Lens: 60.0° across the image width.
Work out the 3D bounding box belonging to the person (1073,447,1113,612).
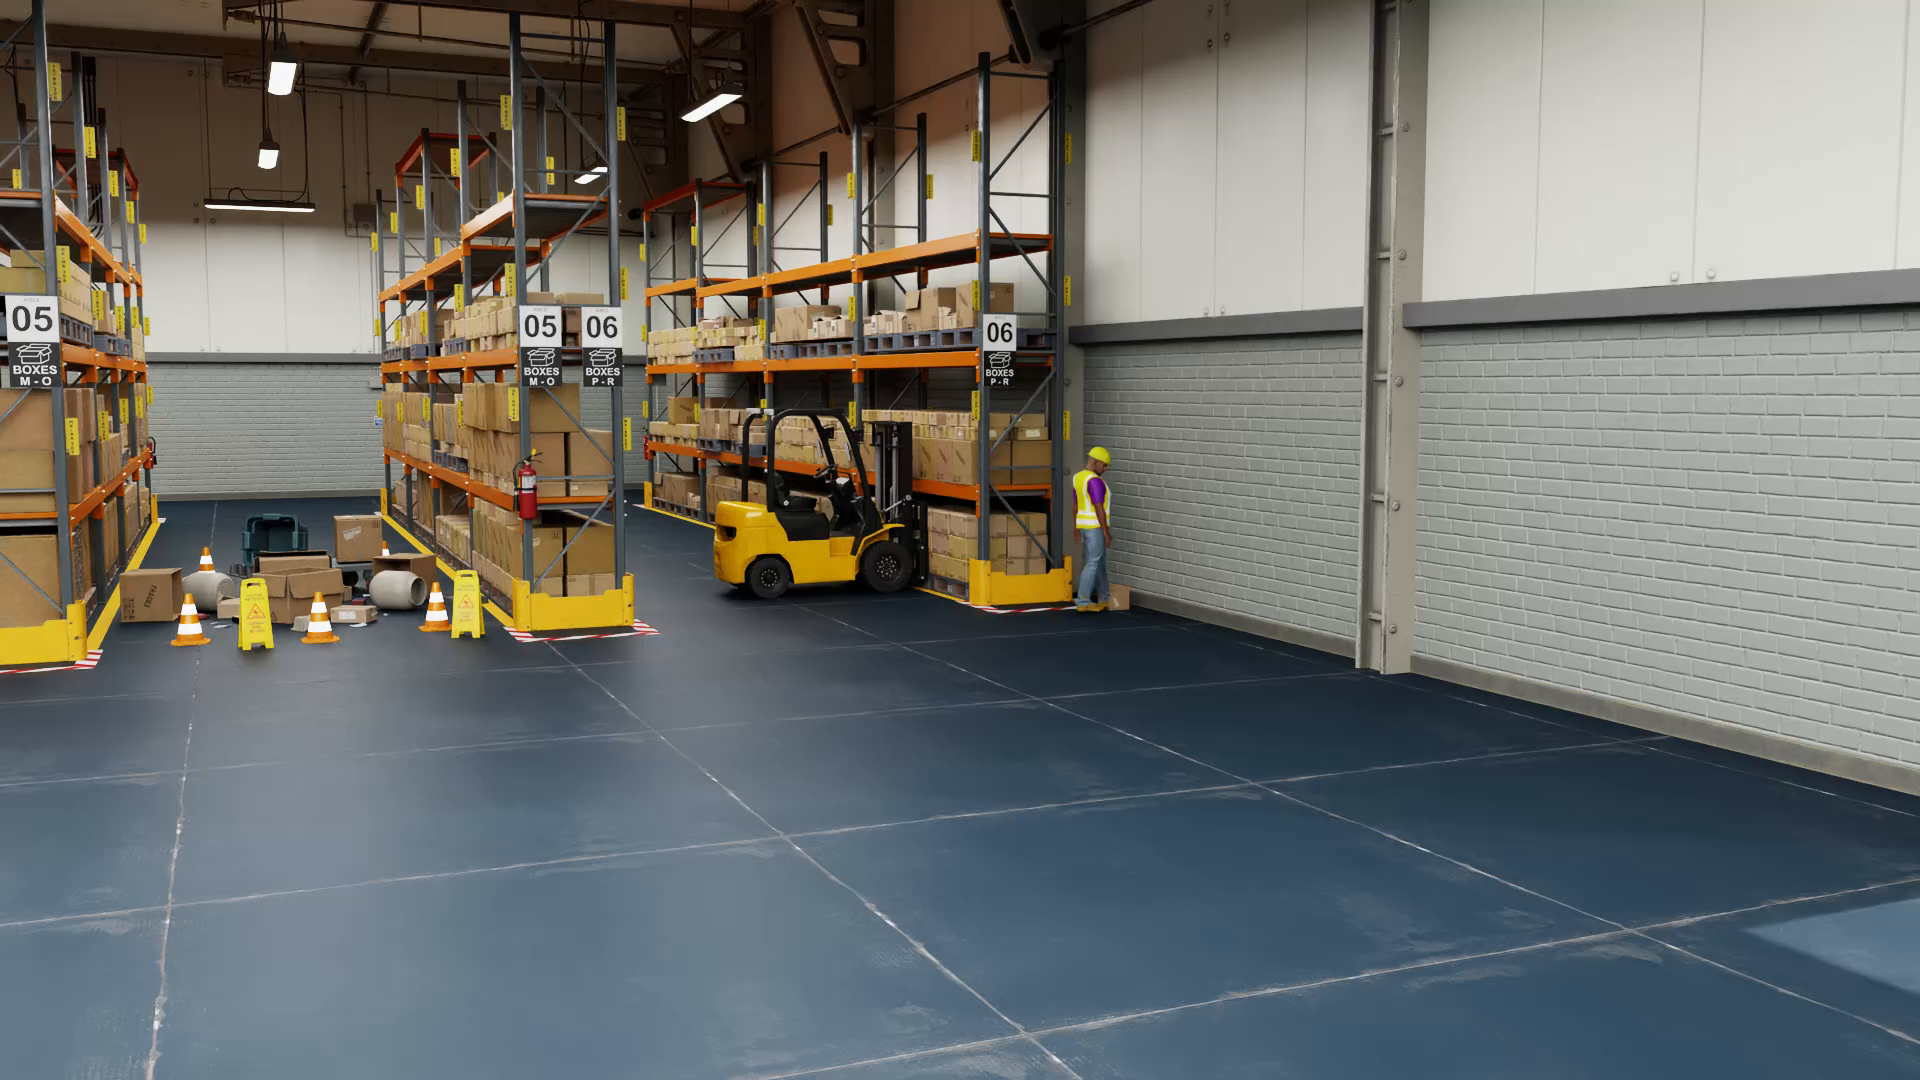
[{"bbox_3d":[1.531,-0.122,17.739,0.711,1.740,0.619,-2,6,-19],"label":"person"}]
